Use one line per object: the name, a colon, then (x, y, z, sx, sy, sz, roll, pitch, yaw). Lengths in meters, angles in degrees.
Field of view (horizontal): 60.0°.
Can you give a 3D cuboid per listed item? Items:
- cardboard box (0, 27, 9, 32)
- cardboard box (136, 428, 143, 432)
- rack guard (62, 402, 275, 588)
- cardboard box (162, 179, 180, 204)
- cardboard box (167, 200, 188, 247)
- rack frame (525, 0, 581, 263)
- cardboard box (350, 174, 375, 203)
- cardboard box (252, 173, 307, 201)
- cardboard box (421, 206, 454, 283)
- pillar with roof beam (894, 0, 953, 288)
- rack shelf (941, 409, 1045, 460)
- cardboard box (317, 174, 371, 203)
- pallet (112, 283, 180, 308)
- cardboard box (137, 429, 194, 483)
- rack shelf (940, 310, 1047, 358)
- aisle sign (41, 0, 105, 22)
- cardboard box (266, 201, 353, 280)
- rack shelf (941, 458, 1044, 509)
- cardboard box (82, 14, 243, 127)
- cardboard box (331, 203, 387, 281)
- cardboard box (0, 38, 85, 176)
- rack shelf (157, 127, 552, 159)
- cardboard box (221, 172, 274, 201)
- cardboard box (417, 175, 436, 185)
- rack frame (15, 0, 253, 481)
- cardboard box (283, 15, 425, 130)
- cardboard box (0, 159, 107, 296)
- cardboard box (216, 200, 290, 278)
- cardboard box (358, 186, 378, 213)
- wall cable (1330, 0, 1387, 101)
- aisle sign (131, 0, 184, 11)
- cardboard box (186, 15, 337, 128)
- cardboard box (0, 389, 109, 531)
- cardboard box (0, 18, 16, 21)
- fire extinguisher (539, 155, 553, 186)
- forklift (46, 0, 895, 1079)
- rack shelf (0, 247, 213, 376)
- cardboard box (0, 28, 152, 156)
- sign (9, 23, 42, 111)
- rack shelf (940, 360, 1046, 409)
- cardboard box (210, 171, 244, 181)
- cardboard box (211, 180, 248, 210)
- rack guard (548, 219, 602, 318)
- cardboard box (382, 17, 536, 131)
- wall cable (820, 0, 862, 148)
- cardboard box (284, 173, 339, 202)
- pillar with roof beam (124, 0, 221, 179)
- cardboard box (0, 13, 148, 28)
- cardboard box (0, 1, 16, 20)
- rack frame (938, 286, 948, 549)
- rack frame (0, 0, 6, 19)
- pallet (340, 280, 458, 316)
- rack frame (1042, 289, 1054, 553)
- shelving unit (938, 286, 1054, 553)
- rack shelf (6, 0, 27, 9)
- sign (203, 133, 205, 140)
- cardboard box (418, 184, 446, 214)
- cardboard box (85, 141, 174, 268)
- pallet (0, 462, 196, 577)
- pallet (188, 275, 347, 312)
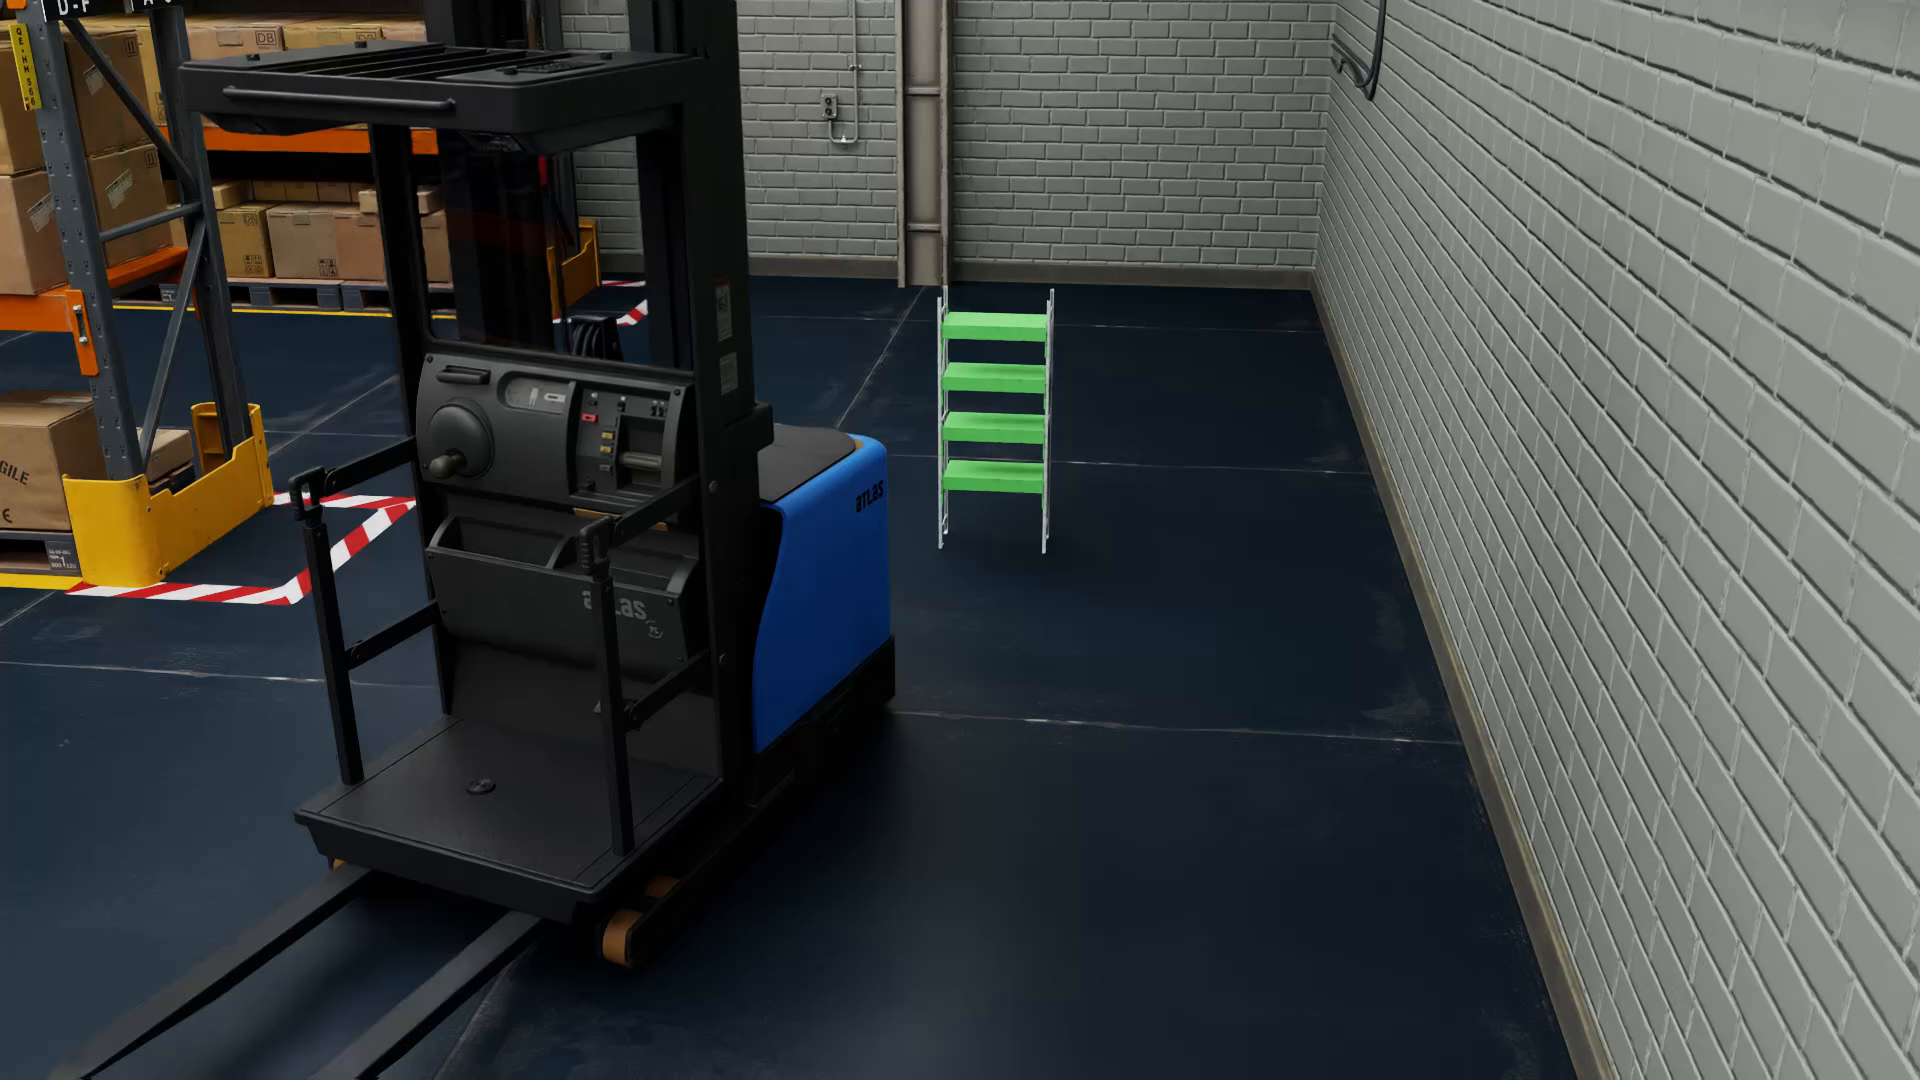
cardboard box: (-4.559, -2.043, 7.533, 0.500, 0.500, 0.500, 3, 22, 7)
cardboard box: (-4.253, -0.438, 8.223, 0.250, 0.166, 0.380, 2, 22, 6)
rack guard: (-3.705, -0.237, 7.860, 0.348, 0.500, 1.175, 2, 22, 6)
cardboard box: (-5.974, -2.562, 12.286, 0.250, 0.149, 0.380, 3, 22, 8)
cardboard box: (-5.794, -2.319, 12.553, 0.500, 0.500, 0.700, 2, 22, 6)
rack frame: (-3.051, -3.205, 11.968, 0.127, 3.000, 1.000, 2, 22, 6)
cardboard box: (-4.361, -2.634, 12.469, 0.250, 0.149, 0.380, 3, 22, 7)
cardboard box: (-5.120, -2.667, 12.551, 0.250, 0.149, 0.380, 2, 22, 5)
cardboard box: (-3.757, -2.232, 12.334, 0.500, 0.500, 0.700, 2, 22, 6)
pillar with roof beam: (-0.774, -4.622, 7.392, 0.400, 9.000, 9.100, 2, 22, 6)
rack shelf: (0.164, -0.491, 7.725, 0.480, 0.148, 0.258, 2, 22, 6)
cardboard box: (-4.614, -2.645, 12.496, 0.250, 0.149, 0.380, 3, 22, 7)
pallet: (-6.277, -2.020, 12.763, 1.213, 0.211, 1.003, 2, 22, 6)
cardboard box: (-4.005, -0.419, 8.199, 0.250, 0.149, 0.380, 2, 22, 6)
rack shelf: (0.164, -0.938, 7.548, 0.480, 0.148, 0.258, 2, 22, 6)
aisle sign: (-3.598, -2.491, 6.624, 0.004, 0.787, 0.394, 2, 22, 6)
cardboard box: (-4.754, -2.275, 12.443, 0.500, 0.500, 0.700, 2, 22, 5)
rack shelf: (0.164, -0.268, 7.813, 0.480, 0.148, 0.258, 2, 22, 6)
cardboard box: (-5.762, -3.455, 12.191, 0.700, 0.700, 0.980, 2, 22, 5)
cardboard box: (-4.254, -2.254, 12.389, 0.500, 0.500, 0.700, 2, 22, 6)
cardboard box: (-4.104, -1.827, 6.985, 0.500, 0.500, 0.500, 2, 22, 6)
rack shelf: (-5.037, -2.957, 12.319, 4.000, 0.370, 1.077, 2, 22, 6)
cardboard box: (-5.377, -2.677, 12.579, 0.250, 0.149, 0.380, 3, 22, 7)
cardboard box: (-4.113, -2.623, 12.441, 0.250, 0.149, 0.380, 3, 22, 6)
rack frame: (-3.630, -1.397, 7.393, 0.127, 3.000, 1.000, 2, 22, 6)
cardboard box: (-4.282, -3.391, 12.028, 0.700, 0.700, 0.980, 2, 22, 6)
cardboard box: (-4.107, -1.363, 7.172, 0.500, 0.500, 0.500, 3, 22, 8)
cardboard box: (-5.284, -2.296, 12.495, 0.500, 0.500, 0.700, 3, 22, 8)
cardboard box: (-4.160, -2.483, 12.088, 0.250, 0.149, 0.380, 3, 22, 8)
wall cable: (2.524, -4.176, 10.487, 0.112, 2.526, 3.097, 2, 22, 6)
aisle sign: (-3.527, -2.710, 7.178, 0.004, 0.787, 0.394, 2, 22, 6)
cardboard box: (-5.038, -3.427, 12.120, 0.700, 0.700, 0.980, 1, 22, 4)
cardboard box: (-4.199, -0.372, 7.603, 0.500, 0.500, 0.500, 2, 22, 6)
cardboard box: (-7.450, -3.684, 12.612, 0.500, 0.500, 0.500, 2, 22, 4)
fire extinguisher: (-2.955, -2.821, 11.608, 0.183, 0.674, 0.296, 2, 22, 6)
forklift: (-1.300, -0.306, 4.727, 1.130, 2.935, 3.031, 9, 23, 22)
rack shelf: (-5.616, -1.149, 7.744, 4.000, 0.370, 1.077, 2, 22, 6)
cardboard box: (-4.039, -2.024, 7.482, 0.500, 0.500, 0.500, 3, 22, 8)
sign: (-3.715, -1.880, 6.611, 0.005, 0.325, 0.100, 2, 22, 6)
rack shelf: (0.164, -0.715, 7.636, 0.480, 0.148, 0.258, 2, 22, 6)
cardboard box: (-5.628, -2.689, 12.607, 0.250, 0.149, 0.380, 2, 22, 5)
cardboard box: (-5.455, -2.539, 12.229, 0.250, 0.149, 0.380, 2, 22, 5)
rack guard: (-3.027, -2.042, 12.425, 0.348, 0.500, 1.175, 2, 22, 6)
cardboard box: (-3.558, -3.363, 11.959, 0.700, 0.700, 0.980, 3, 22, 9)
wall cable: (-1.668, -3.968, 12.514, 1.851, 1.984, 0.084, 2, 22, 6)
cardboard box: (-4.869, -2.655, 12.523, 0.250, 0.149, 0.380, 3, 22, 7)
pillar with roof beam: (-6.732, -4.882, 8.049, 0.400, 9.000, 9.100, 2, 22, 6)
cardboard box: (-6.486, -3.488, 12.276, 0.700, 0.700, 0.980, 3, 22, 7)
cardboard box: (-7.449, -4.036, 12.482, 0.500, 0.250, 0.500, 3, 22, 8)
rack frame: (-0.078, -0.561, 7.728, 0.015, 1.200, 0.240, 2, 22, 6)
rack frame: (-7.023, -3.378, 12.405, 0.127, 3.000, 1.000, 2, 22, 6)
pallet: (-3.854, -1.915, 12.496, 1.213, 0.211, 1.003, 2, 22, 6)
rack frame: (0.407, -0.540, 7.674, 0.015, 1.200, 0.240, 2, 22, 6)
shelving unit: (0.164, -0.551, 7.701, 0.503, 1.200, 0.258, 2, 22, 6)
rack shelf: (-5.616, -2.544, 7.192, 4.000, 0.370, 1.077, 2, 22, 6)
sign: (-3.566, -1.997, 7.734, 0.005, 0.325, 0.100, 2, 22, 6)
cardboard box: (-3.906, -2.473, 12.061, 0.250, 0.149, 0.380, 2, 22, 6)
cardboard box: (-4.039, -1.559, 7.666, 0.500, 0.500, 0.500, 3, 22, 7)
pallet: (-4.497, -0.137, 8.000, 1.213, 0.211, 1.003, 2, 22, 6)
pallet: (-5.062, -1.968, 12.631, 1.213, 0.211, 1.003, 2, 22, 6)
